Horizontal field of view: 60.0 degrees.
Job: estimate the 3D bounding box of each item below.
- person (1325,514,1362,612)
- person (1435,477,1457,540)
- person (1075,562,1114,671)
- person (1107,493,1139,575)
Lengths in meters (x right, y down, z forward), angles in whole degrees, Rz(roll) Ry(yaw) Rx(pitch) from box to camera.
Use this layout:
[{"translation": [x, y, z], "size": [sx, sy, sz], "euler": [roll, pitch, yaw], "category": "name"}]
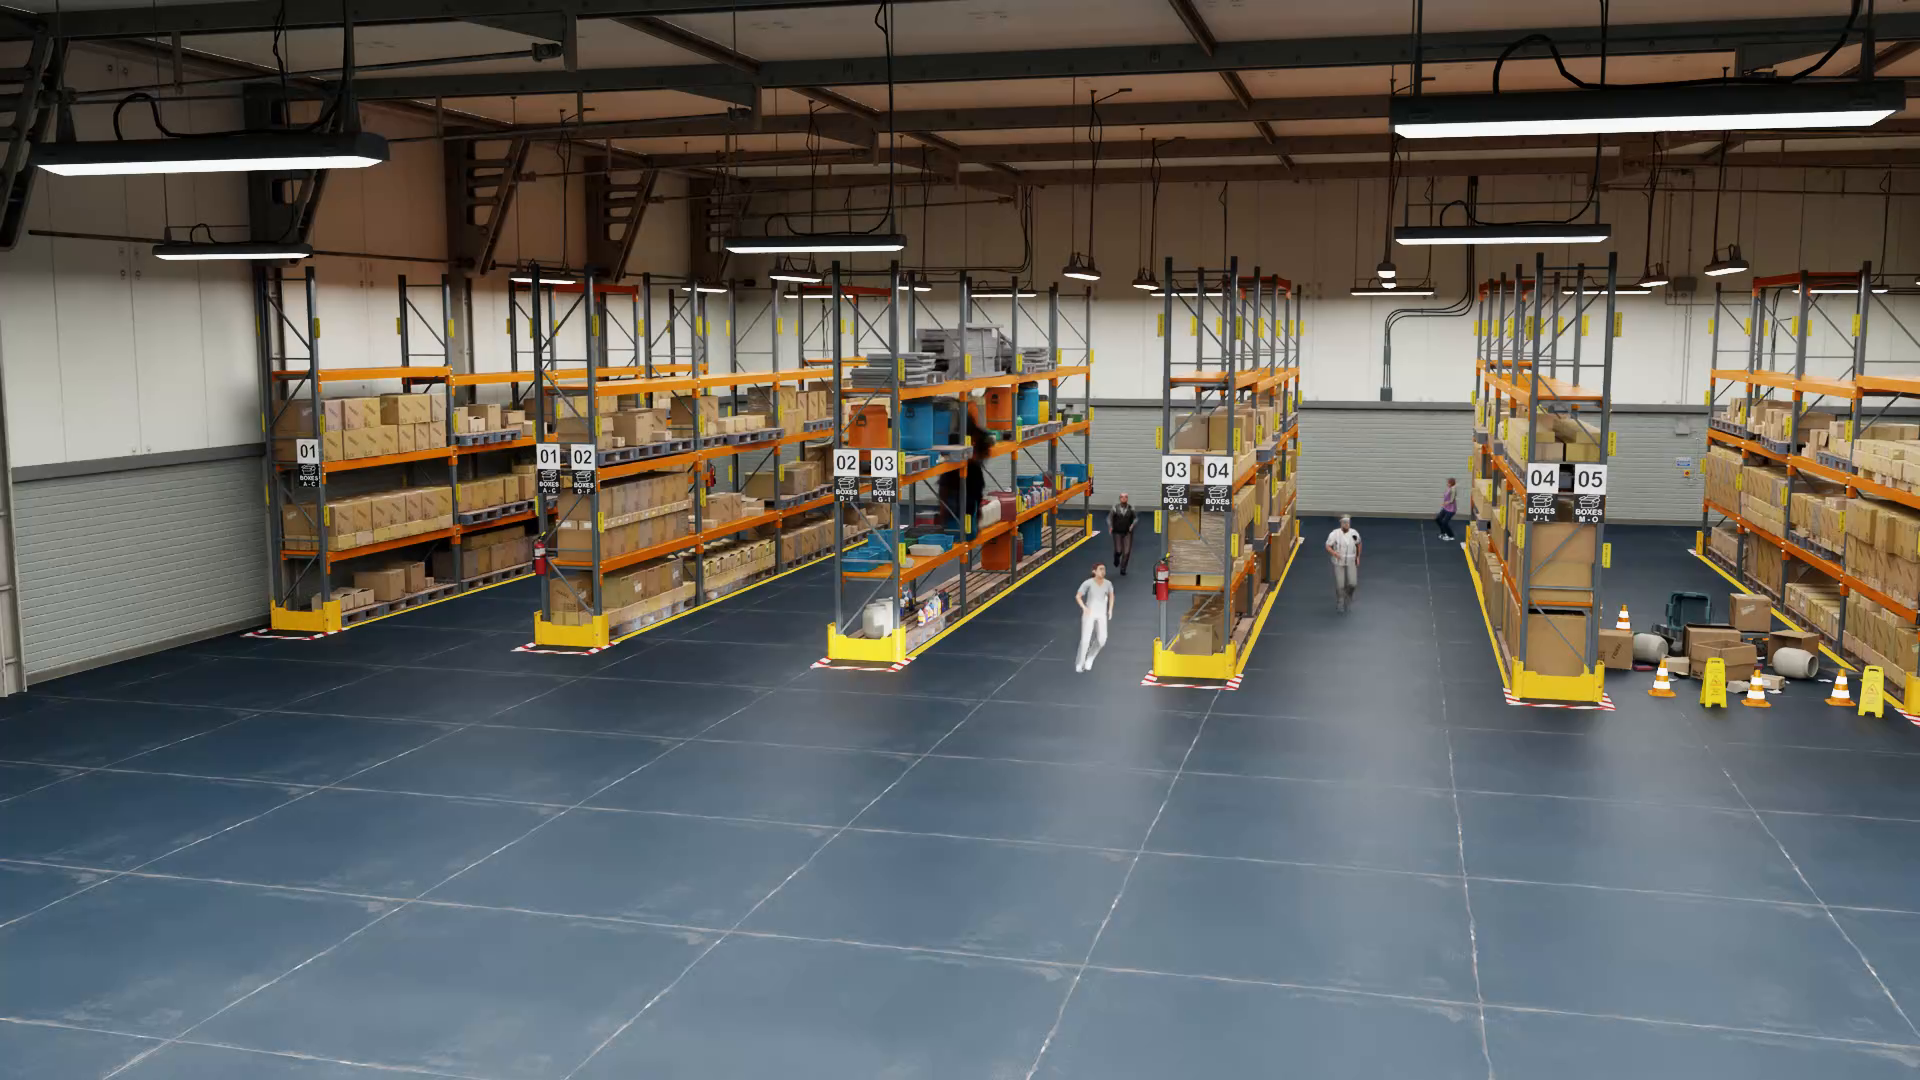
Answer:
[{"translation": [6.794, 0.415, 29.379], "size": [0.668, 1.765, 0.628], "euler": [0, 7, 3], "category": "person"}, {"translation": [11.501, -0.735, 39.283], "size": [0.507, 1.526, 0.646], "euler": [-1, 7, -5], "category": "person"}, {"translation": [1.998, 1.093, 24.307], "size": [0.621, 1.543, 0.579], "euler": [-1, 7, -10], "category": "person"}, {"translation": [3.329, -0.129, 33.968], "size": [0.656, 1.669, 0.582], "euler": [0, 7, 1], "category": "person"}]
